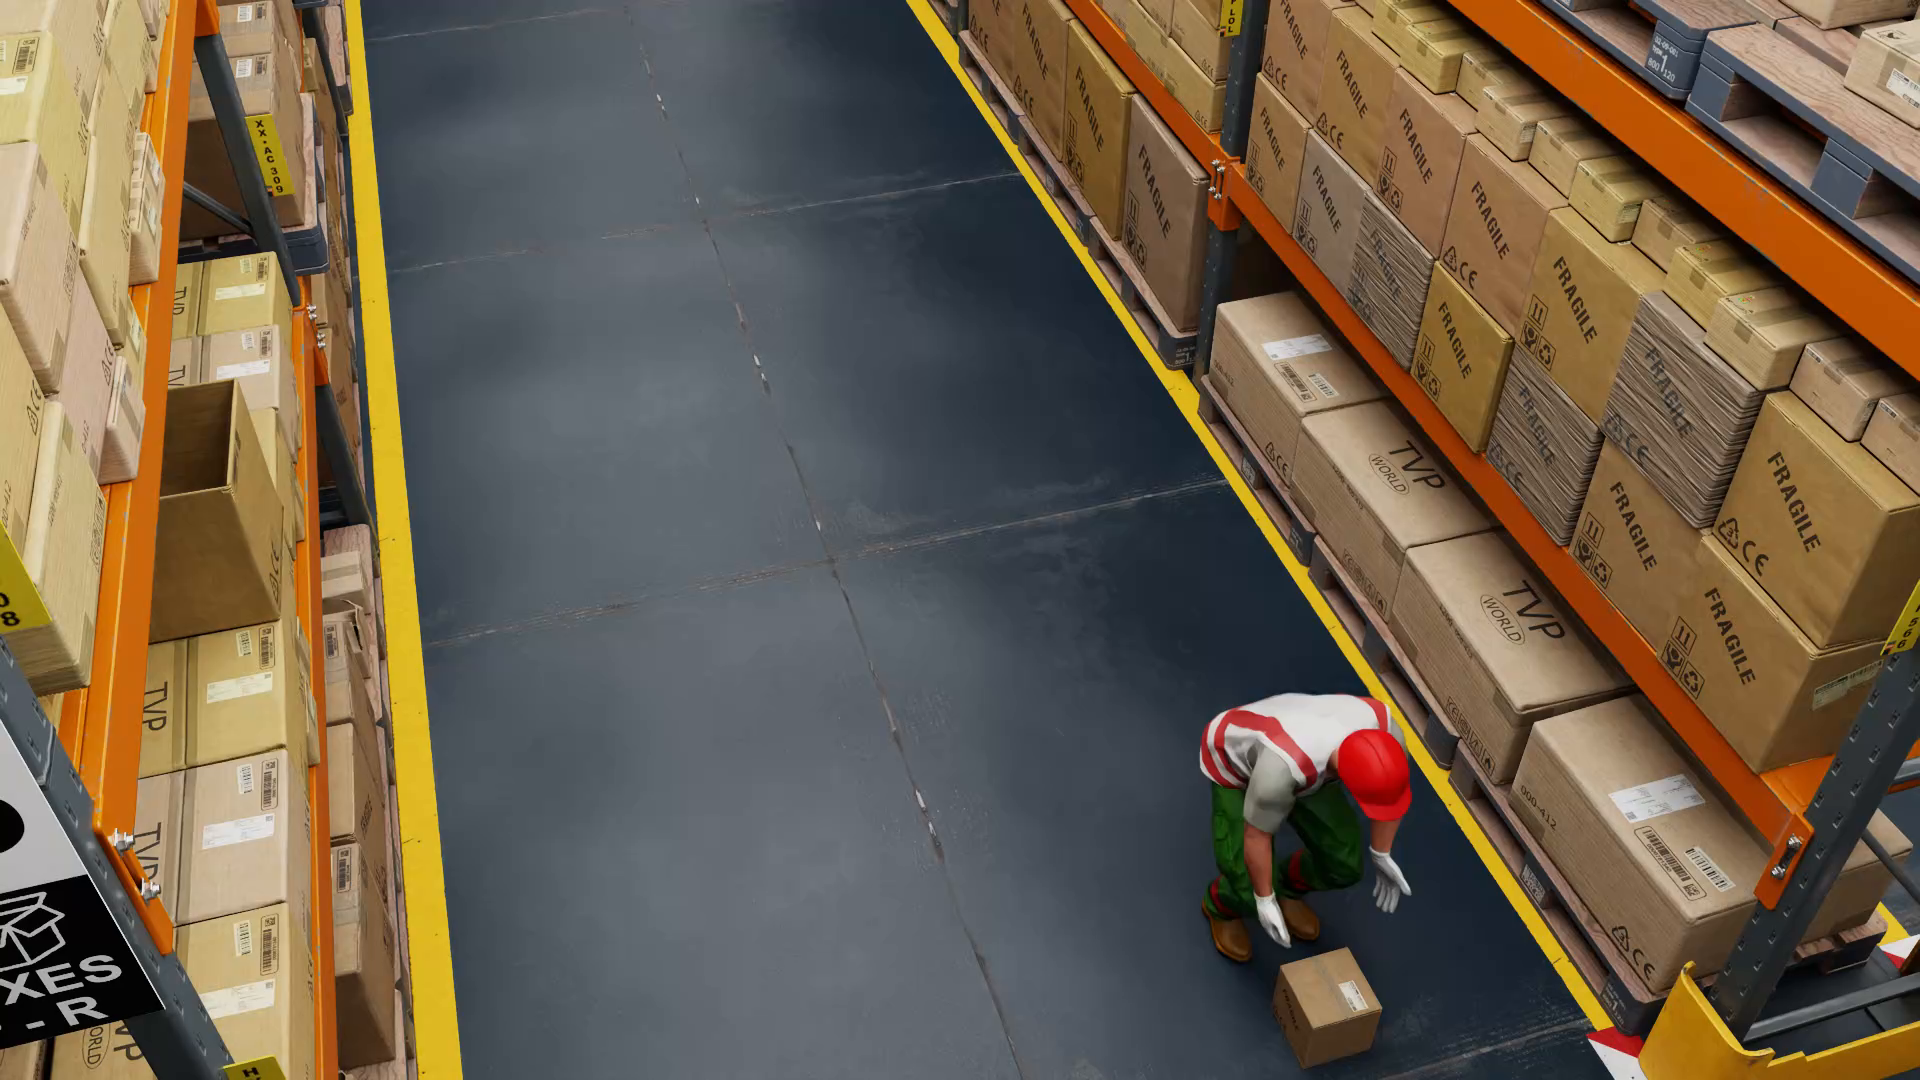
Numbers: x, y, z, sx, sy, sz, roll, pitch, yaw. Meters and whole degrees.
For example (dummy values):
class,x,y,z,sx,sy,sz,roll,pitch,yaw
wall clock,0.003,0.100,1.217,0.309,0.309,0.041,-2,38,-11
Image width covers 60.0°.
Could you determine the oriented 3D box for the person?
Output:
class,x,y,z,sx,sy,sz,roll,pitch,yaw
person,1.133,0.908,5.480,0.584,1.321,0.808,-13,44,-14
